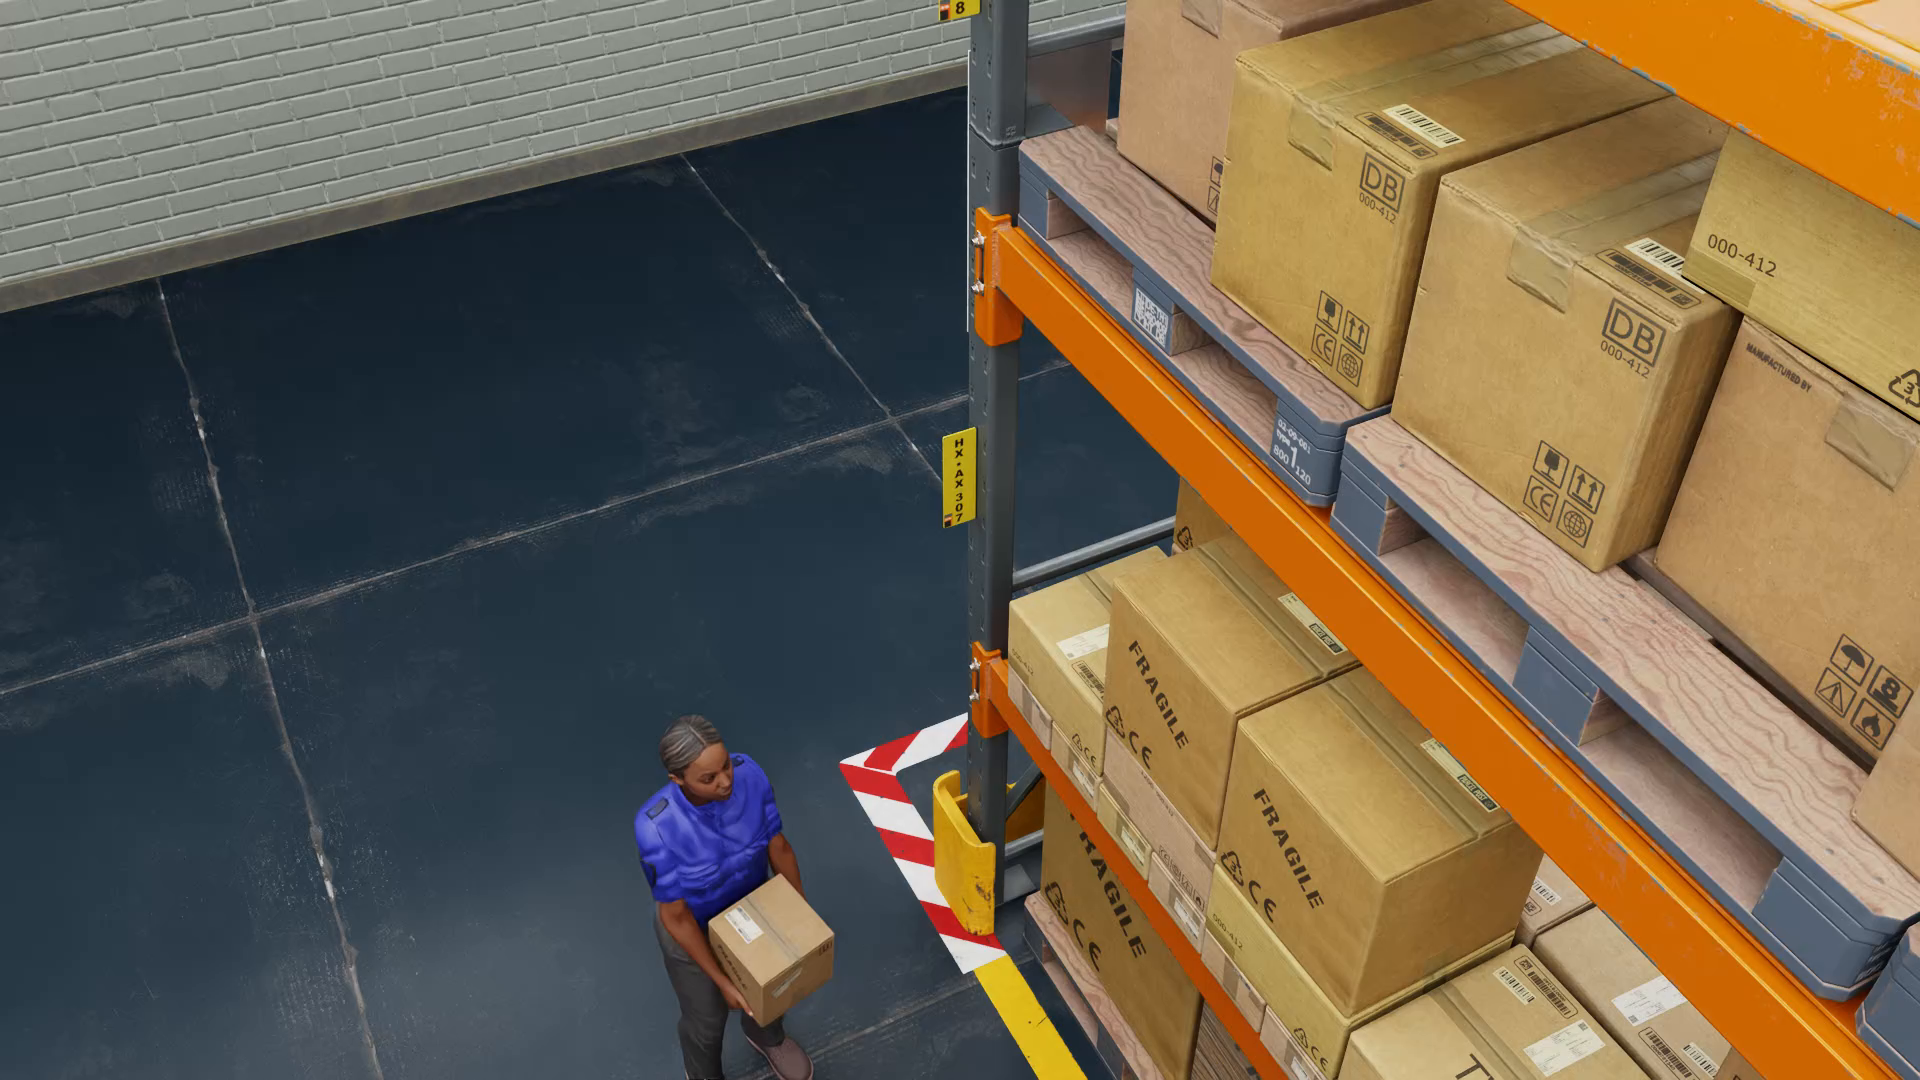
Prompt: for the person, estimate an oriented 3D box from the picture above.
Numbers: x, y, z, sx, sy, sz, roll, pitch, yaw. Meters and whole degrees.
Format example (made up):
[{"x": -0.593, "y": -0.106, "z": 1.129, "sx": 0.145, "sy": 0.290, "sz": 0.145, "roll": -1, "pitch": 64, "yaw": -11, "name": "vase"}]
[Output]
[{"x": -0.639, "y": 1.169, "z": 4.849, "sx": 0.436, "sy": 1.656, "sz": 0.505, "roll": -31, "pitch": 50, "yaw": -30, "name": "person"}]
